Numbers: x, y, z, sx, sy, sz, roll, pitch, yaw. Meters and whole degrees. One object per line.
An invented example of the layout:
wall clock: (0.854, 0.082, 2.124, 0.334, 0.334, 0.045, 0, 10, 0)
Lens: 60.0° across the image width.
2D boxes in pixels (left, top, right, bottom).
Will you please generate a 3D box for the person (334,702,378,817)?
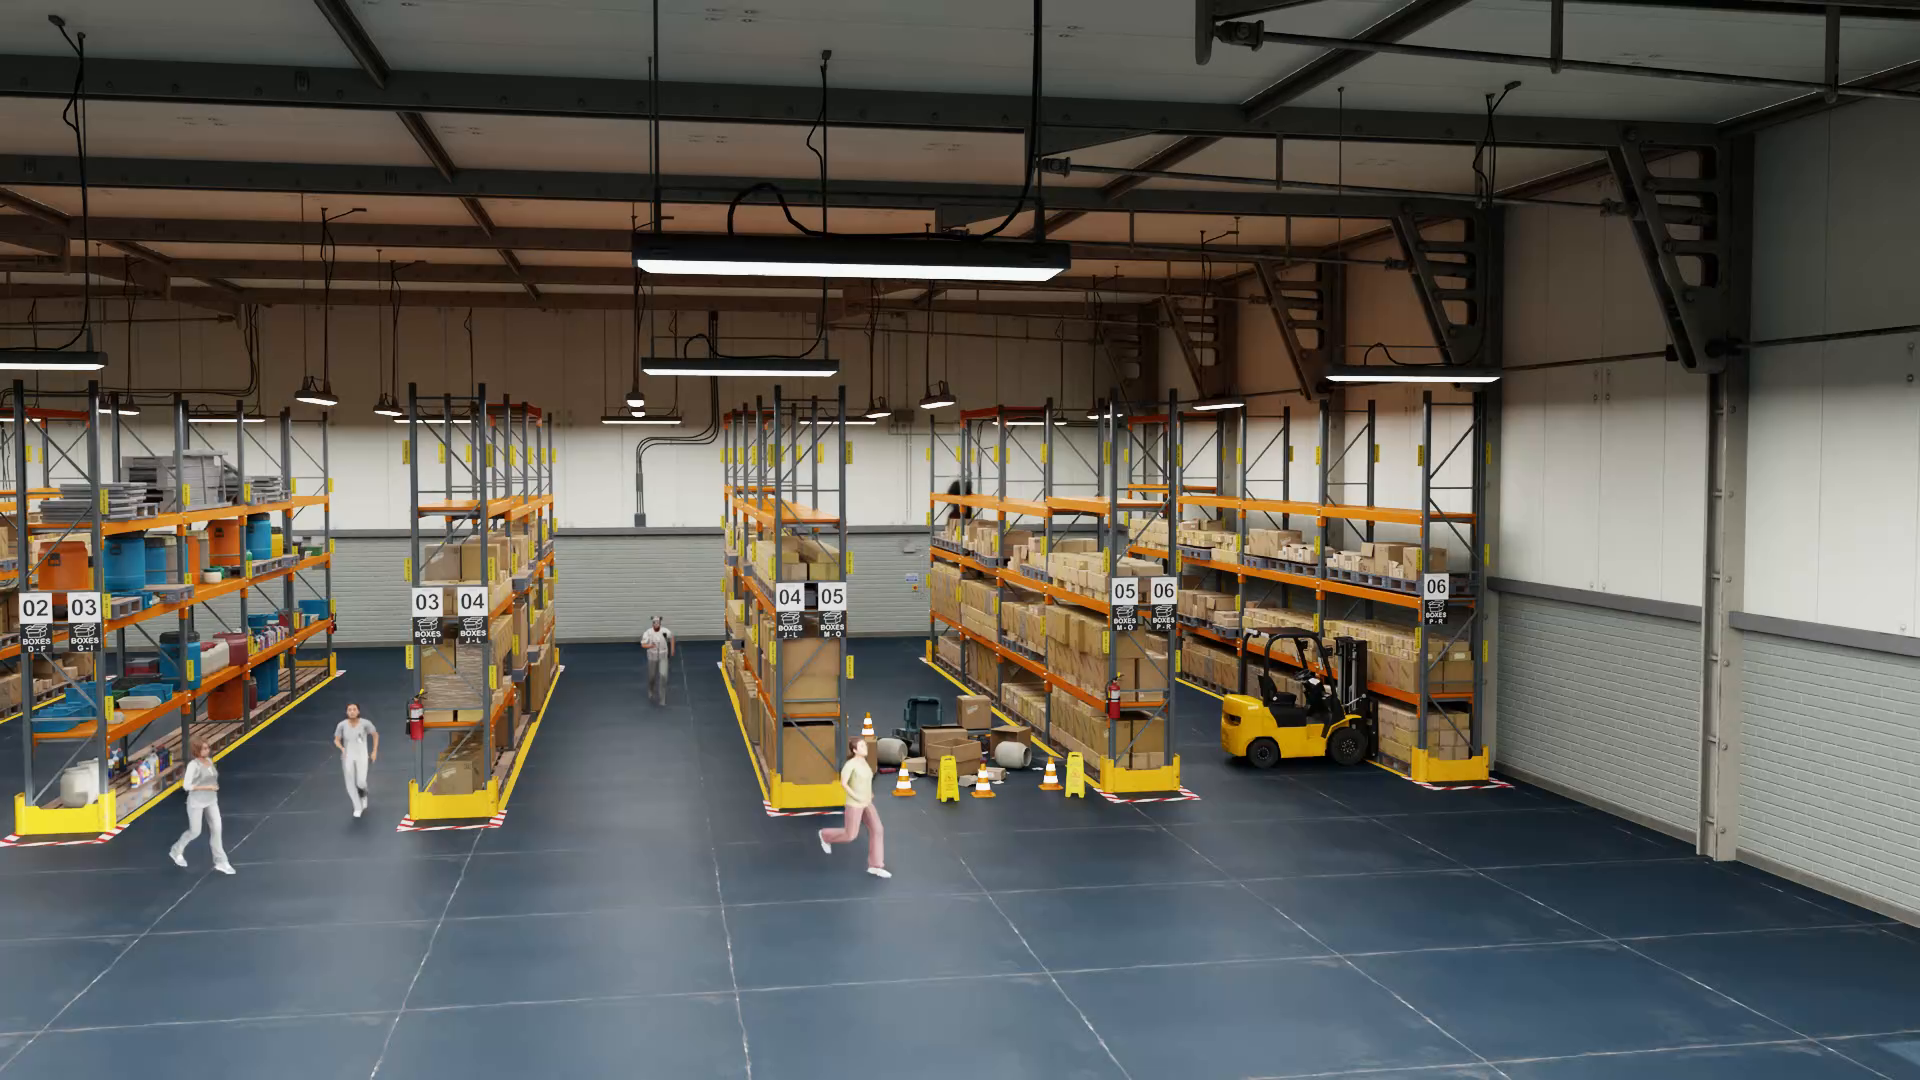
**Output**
person: (-8.353, 3.082, 22.987, 0.567, 1.520, 0.601, -1, 3, -12)

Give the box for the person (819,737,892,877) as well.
person: (-1.254, 3.189, 19.987, 1.008, 1.649, 0.559, 2, 4, 35)

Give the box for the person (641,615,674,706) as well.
person: (-6.105, 2.422, 33.612, 0.670, 1.847, 0.926, -1, 3, -12)

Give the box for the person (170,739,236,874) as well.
person: (-9.072, 3.174, 19.850, 0.870, 1.603, 0.540, 1, 3, 20)
